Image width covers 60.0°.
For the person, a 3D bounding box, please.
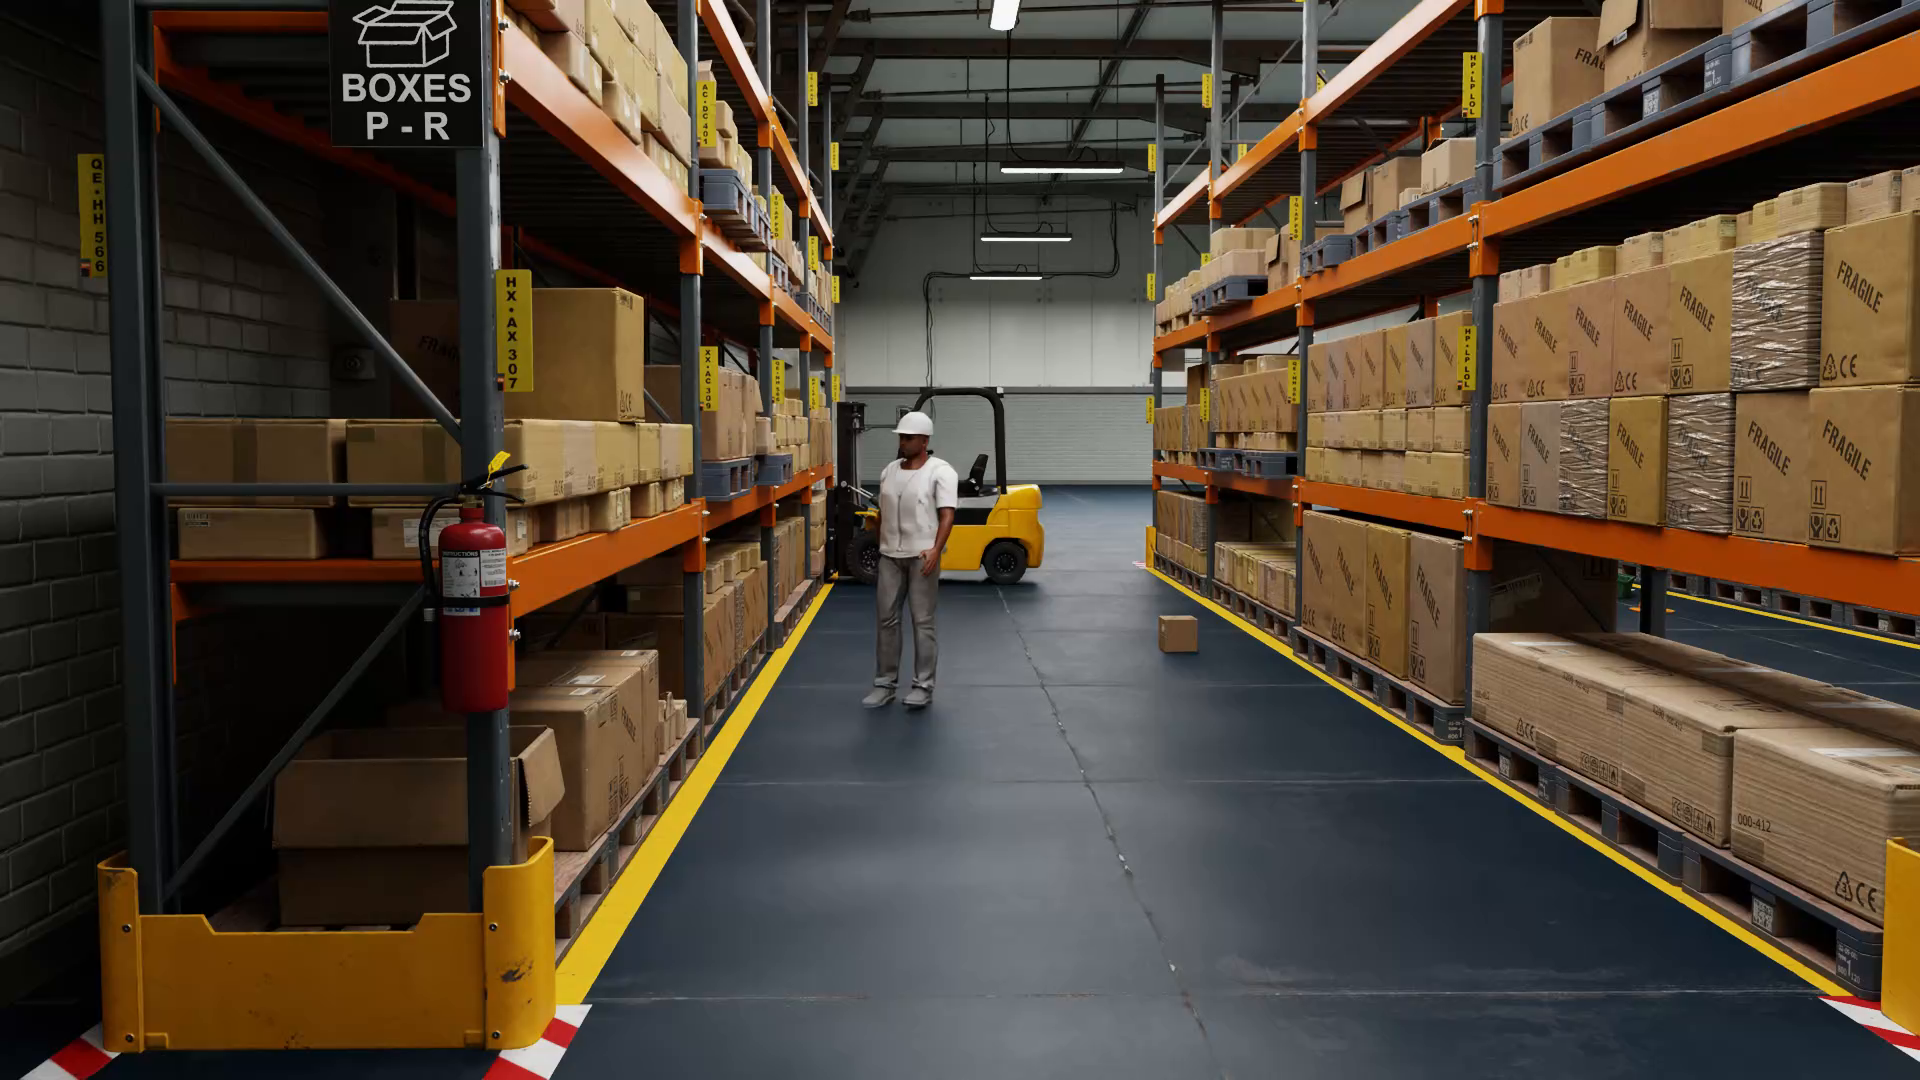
[{"bbox_3d":[-0.315,0.121,10.081,0.588,1.794,0.489,2,4,29],"label":"person"}]
